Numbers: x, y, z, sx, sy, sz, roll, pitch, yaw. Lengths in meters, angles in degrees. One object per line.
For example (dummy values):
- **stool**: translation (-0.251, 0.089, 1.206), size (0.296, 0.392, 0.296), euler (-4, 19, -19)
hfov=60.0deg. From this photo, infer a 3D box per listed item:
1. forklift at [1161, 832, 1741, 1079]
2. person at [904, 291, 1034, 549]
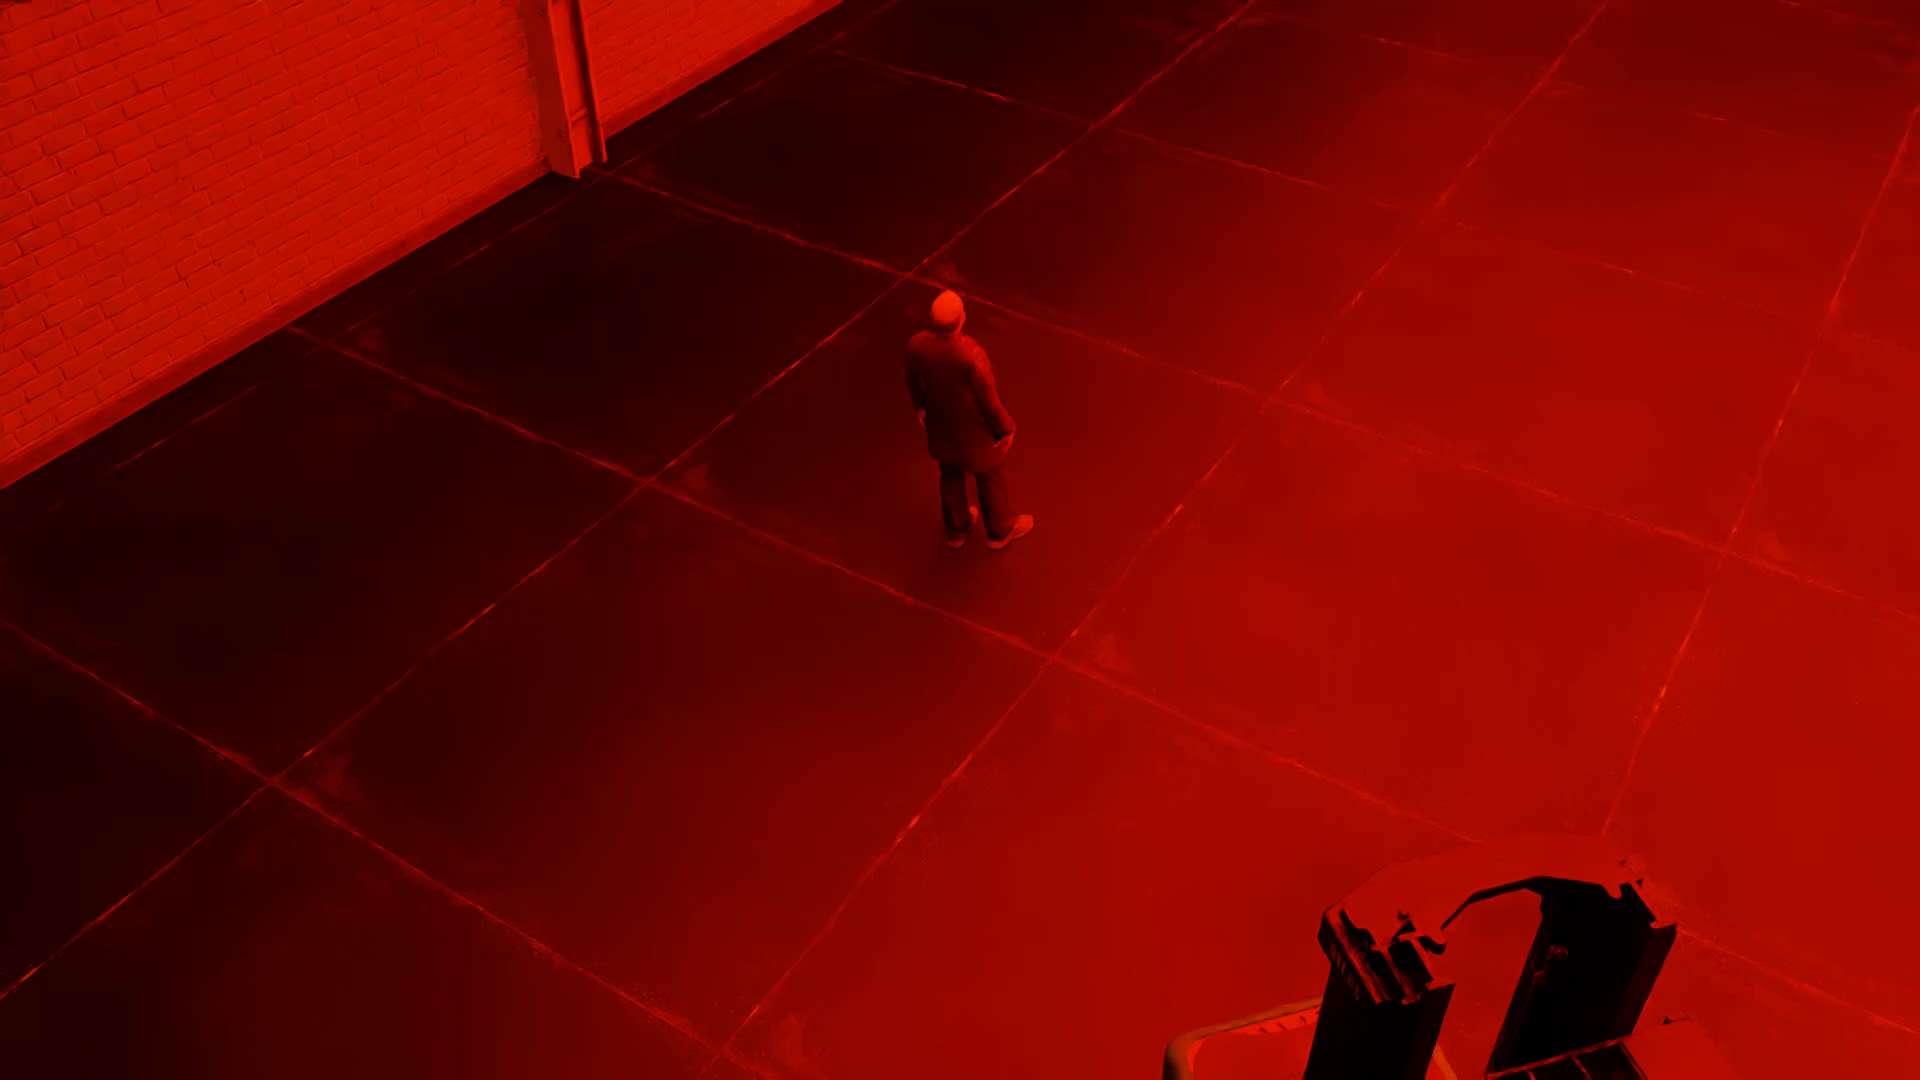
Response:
- **forklift**: translation (1.672, 2.424, 5.107), size (1.130, 2.935, 3.031), euler (-11, 41, -13)
- **person**: translation (0.057, -0.730, 9.710), size (0.684, 1.776, 0.580), euler (22, 45, 24)
